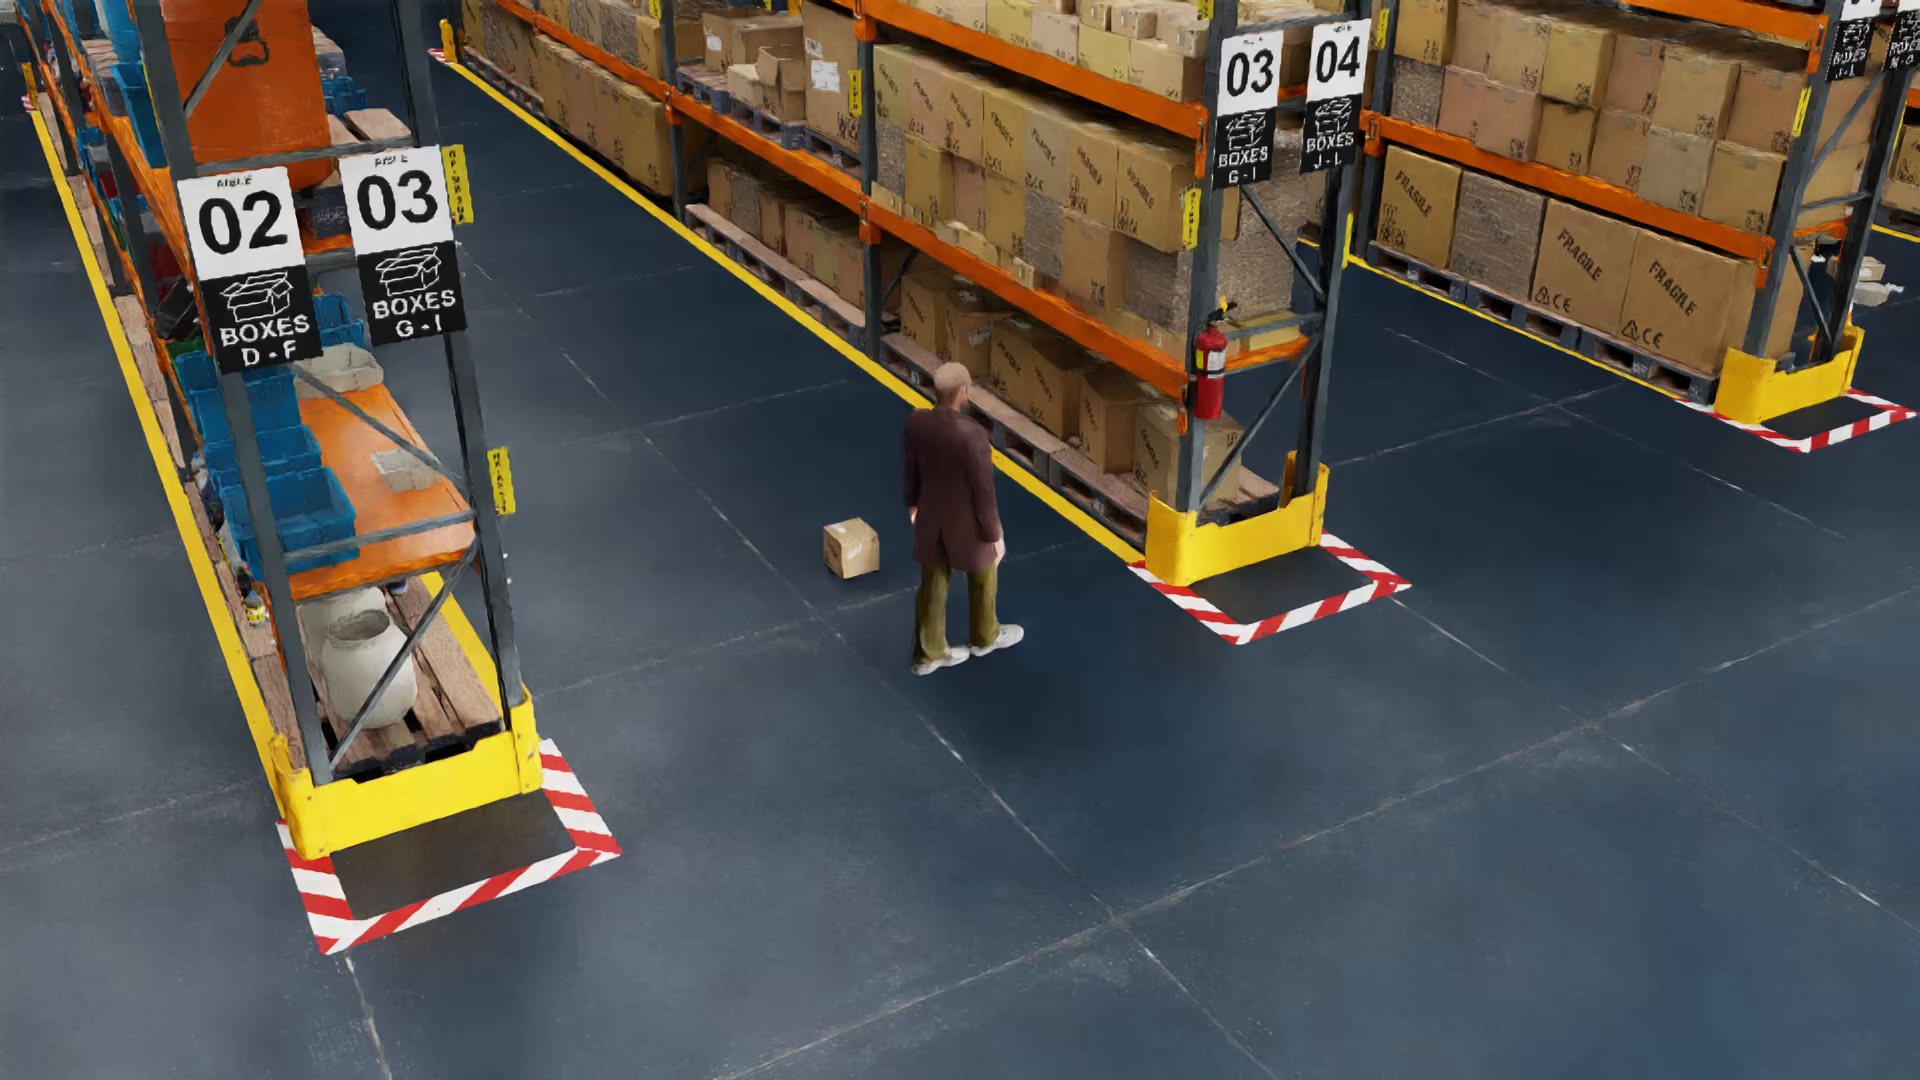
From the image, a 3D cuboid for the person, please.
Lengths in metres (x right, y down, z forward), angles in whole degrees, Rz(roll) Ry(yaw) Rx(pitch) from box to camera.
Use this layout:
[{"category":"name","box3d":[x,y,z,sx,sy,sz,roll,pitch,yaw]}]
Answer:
[{"category":"person","box3d":[0.020,-0.143,8.826,0.690,1.779,0.656,17,33,28]}]
